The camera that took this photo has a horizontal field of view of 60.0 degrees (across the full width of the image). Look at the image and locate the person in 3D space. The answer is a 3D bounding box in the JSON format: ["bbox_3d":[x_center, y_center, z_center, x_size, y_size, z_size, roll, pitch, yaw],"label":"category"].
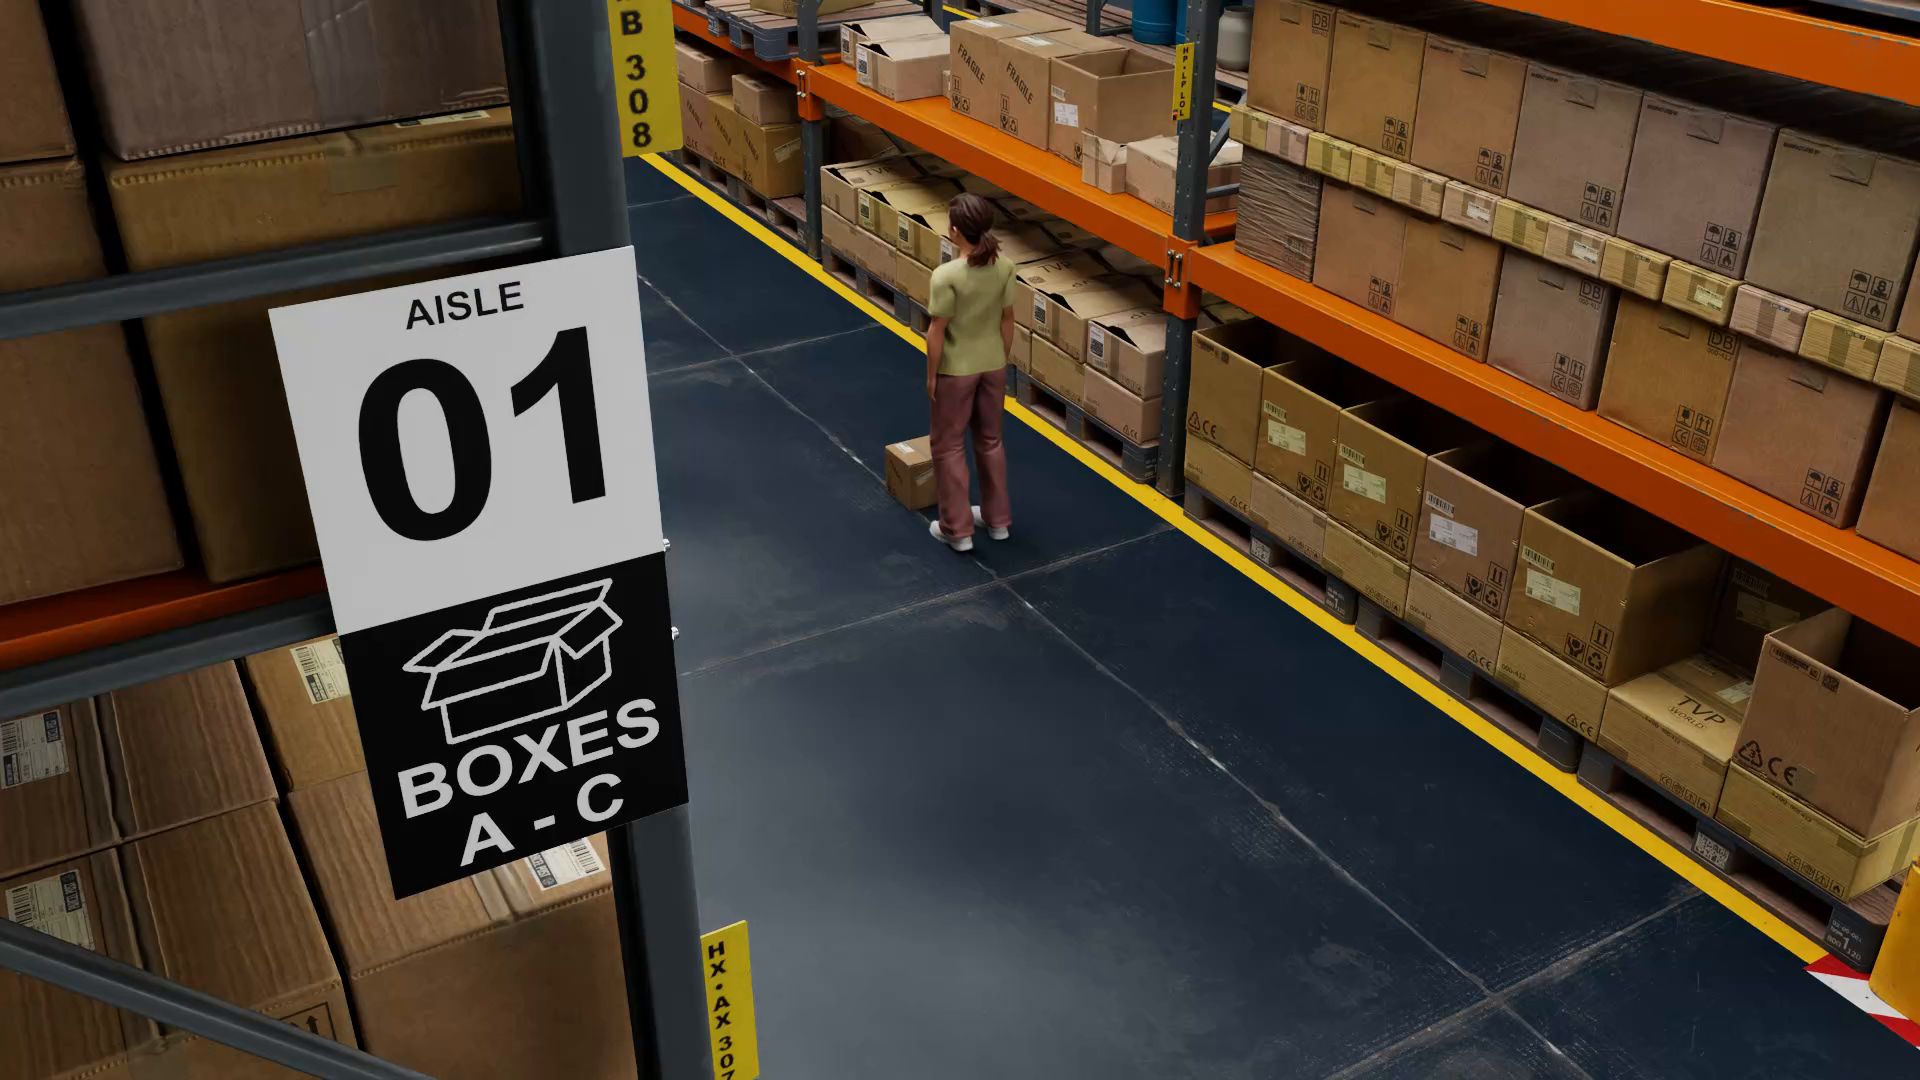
[{"bbox_3d":[0.040,-0.741,7.474,0.441,1.678,0.361,-15,33,-25],"label":"person"}]
